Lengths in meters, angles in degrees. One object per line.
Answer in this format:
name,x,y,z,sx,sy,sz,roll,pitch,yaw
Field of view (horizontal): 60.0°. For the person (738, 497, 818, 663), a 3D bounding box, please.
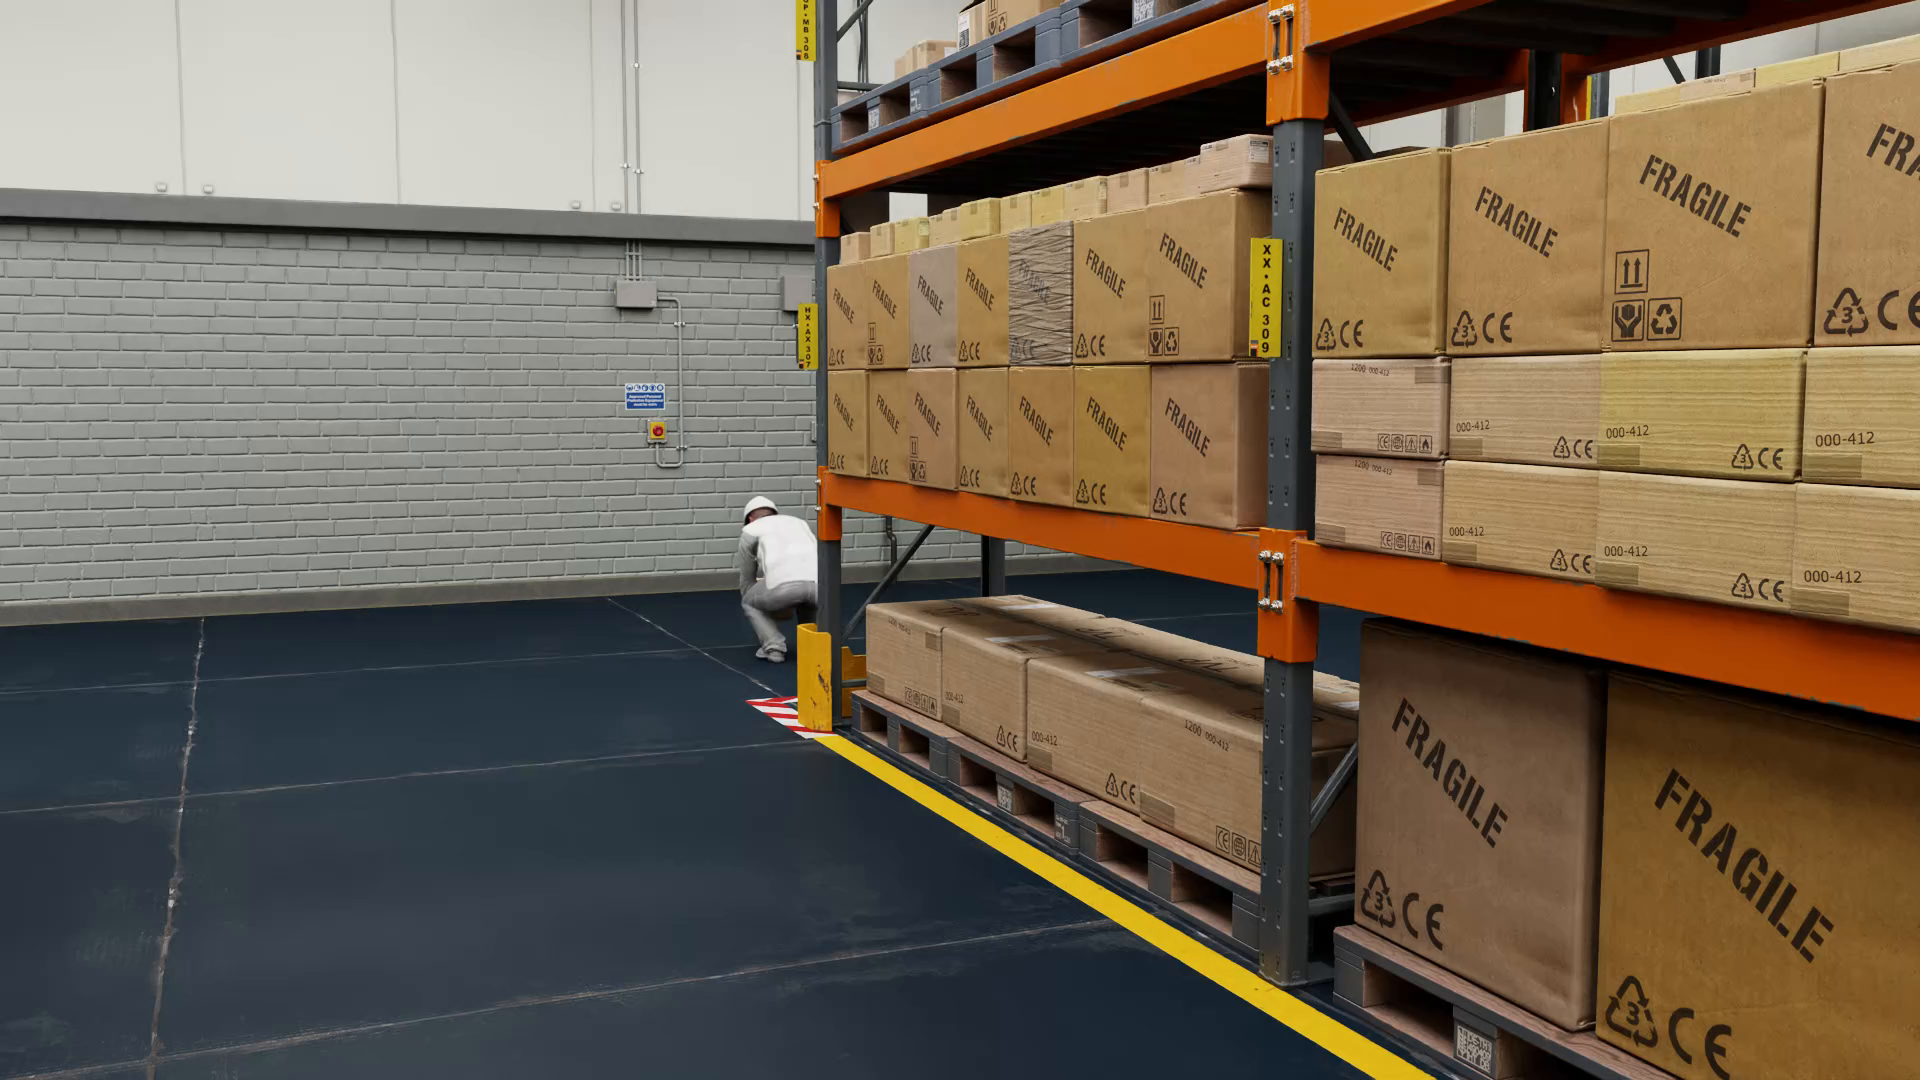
person,-1.134,0.245,10.650,0.512,1.010,0.891,-3,6,-25
